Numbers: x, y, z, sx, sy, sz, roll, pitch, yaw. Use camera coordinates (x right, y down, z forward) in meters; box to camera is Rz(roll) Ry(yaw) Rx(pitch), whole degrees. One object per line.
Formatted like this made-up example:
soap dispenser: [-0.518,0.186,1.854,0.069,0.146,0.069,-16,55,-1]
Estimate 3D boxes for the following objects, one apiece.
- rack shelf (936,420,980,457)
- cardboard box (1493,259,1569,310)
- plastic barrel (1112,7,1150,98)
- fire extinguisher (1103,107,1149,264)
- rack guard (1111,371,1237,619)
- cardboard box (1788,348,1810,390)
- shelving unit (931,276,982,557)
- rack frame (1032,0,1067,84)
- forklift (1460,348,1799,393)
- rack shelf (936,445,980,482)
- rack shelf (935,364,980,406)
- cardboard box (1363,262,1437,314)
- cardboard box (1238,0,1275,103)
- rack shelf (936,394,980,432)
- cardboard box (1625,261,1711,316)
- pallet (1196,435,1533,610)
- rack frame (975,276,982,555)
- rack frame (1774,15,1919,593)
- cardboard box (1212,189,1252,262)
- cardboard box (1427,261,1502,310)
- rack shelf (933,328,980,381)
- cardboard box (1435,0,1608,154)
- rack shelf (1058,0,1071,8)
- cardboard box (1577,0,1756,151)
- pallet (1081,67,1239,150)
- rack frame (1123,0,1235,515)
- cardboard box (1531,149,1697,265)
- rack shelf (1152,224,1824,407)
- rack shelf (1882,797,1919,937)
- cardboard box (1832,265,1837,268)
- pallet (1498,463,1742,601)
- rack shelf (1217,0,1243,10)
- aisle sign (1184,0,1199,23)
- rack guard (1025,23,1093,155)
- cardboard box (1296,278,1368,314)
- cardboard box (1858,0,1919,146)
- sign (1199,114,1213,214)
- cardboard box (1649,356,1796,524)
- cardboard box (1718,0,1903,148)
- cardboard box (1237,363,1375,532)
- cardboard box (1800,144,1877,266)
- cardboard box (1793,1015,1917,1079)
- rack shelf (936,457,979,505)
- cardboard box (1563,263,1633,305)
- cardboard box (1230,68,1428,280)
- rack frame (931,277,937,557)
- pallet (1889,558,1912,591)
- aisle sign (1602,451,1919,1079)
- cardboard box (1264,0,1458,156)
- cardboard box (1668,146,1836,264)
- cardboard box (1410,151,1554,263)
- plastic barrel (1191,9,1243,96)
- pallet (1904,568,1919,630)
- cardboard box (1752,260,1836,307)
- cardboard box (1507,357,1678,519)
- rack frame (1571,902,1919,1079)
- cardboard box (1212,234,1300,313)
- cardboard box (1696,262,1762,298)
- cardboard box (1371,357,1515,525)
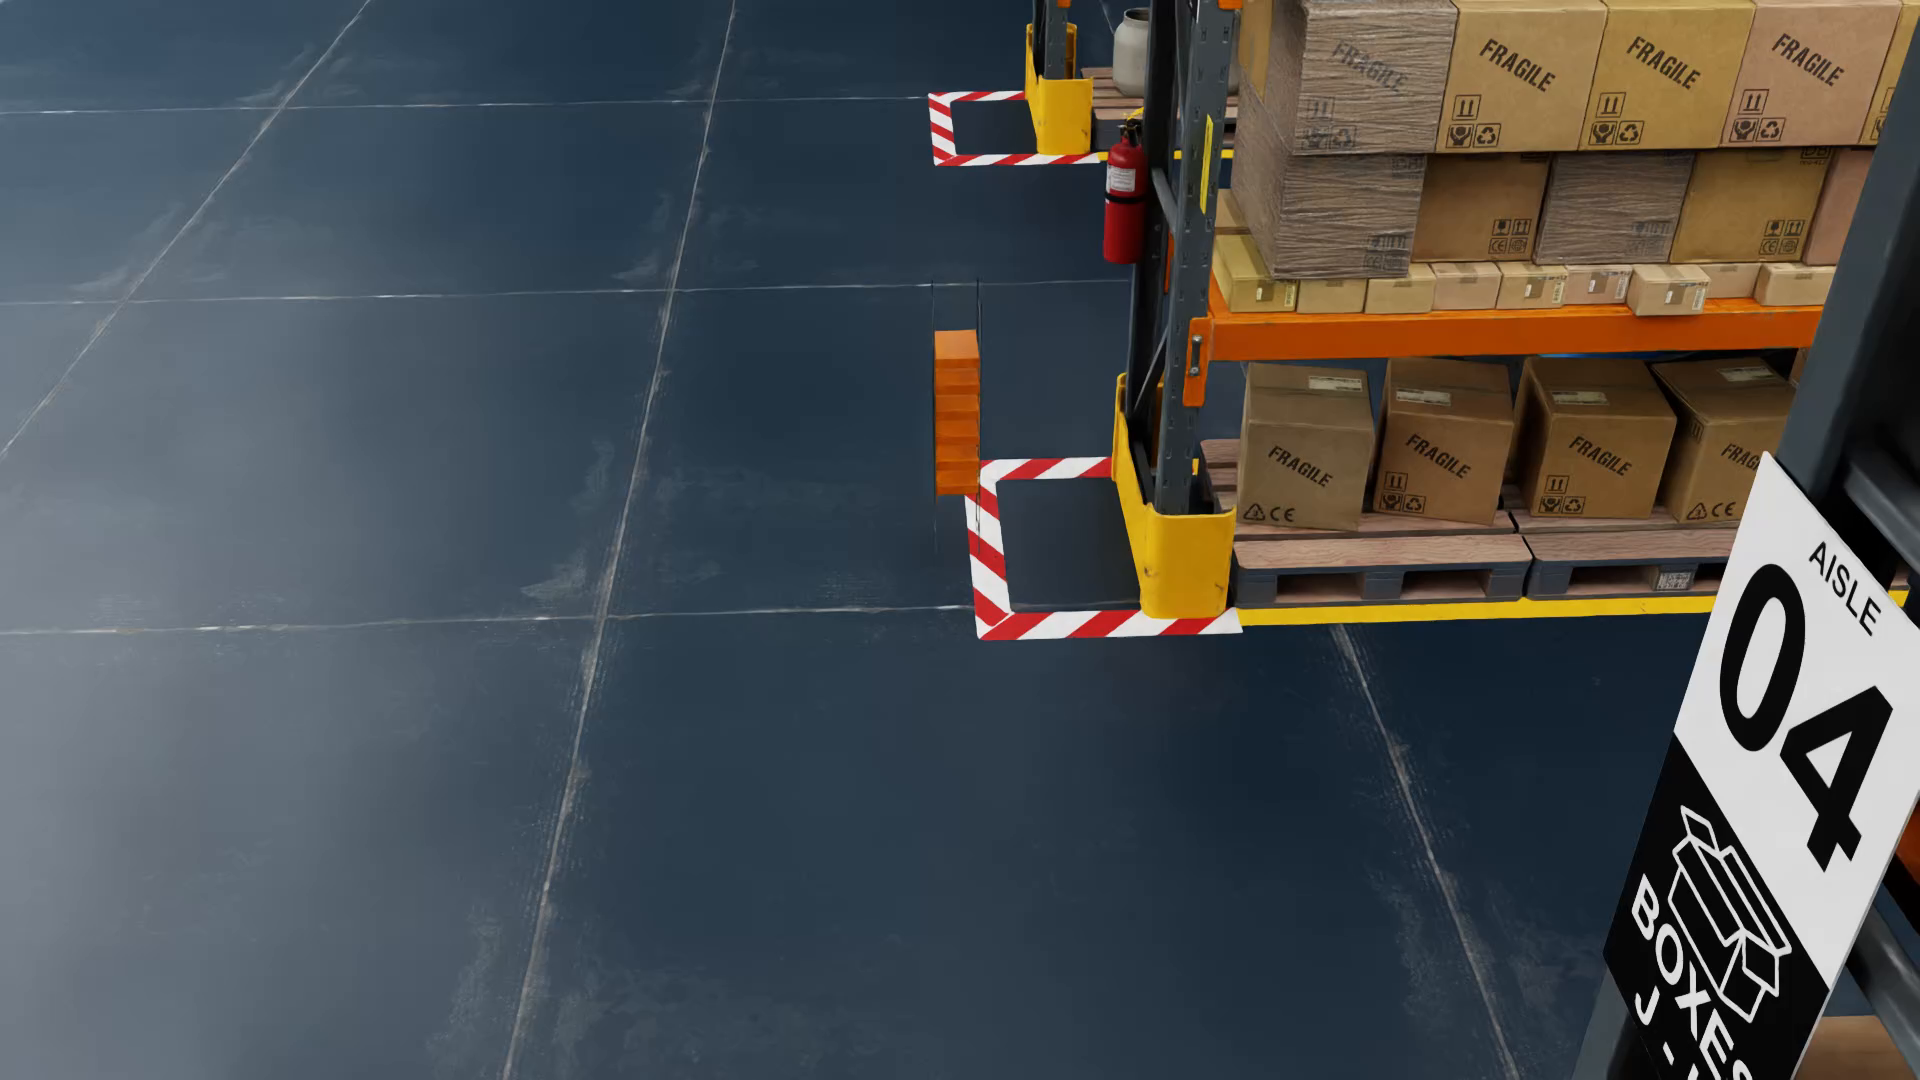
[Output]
rack shelf: [-0.015,-0.456,6.933,0.180,0.103,0.258,-2,35,-2]
cardboard box: [2.116,-1.028,6.320,0.250,0.149,0.380,-2,35,-2]
plastic barrel: [1.239,-3.270,11.156,0.421,0.512,0.421,0,35,0]
fire extinguisher: [0.684,-1.471,6.807,0.183,0.674,0.296,-2,35,-2]
rack guard: [0.896,-0.218,7.125,0.348,0.500,1.175,-2,35,-2]
cardboard box: [3.842,-0.488,7.147,0.500,0.500,0.500,9,36,13]
shelving unit: [-0.015,-0.493,6.908,0.189,1.200,0.258,-2,35,-2]
rack frame: [0.586,-4.059,10.479,0.127,3.000,1.000,-2,35,-2]
forklift: [4.011,-2.345,8.063,3.031,2.935,1.130,-16,38,-22]
rack shelf: [-0.015,-0.358,7.002,0.180,0.103,0.258,-2,35,-2]
rack shelf: [-0.015,-0.654,6.797,0.180,0.103,0.258,-2,35,-2]
cardboard box: [1.617,-1.007,6.289,0.250,0.149,0.380,-2,35,-2]
cardboard box: [1.358,-1.973,6.238,0.500,0.500,0.500,-2,35,-2]
rack shelf: [-0.015,-0.555,6.865,0.180,0.103,0.258,-2,35,-2]
cardboard box: [2.619,-0.998,6.277,0.250,0.149,0.380,-2,35,-2]
pallet: [1.709,-0.101,7.210,1.213,0.211,1.003,-2,35,-2]
rack frame: [0.077,-0.496,6.911,0.006,1.200,0.240,-2,35,-2]
rack frame: [0.954,-0.888,0.626,0.127,3.000,1.000,-2,35,-2]
cardboard box: [1.095,-1.265,6.663,0.250,0.149,0.380,-2,35,-2]
cardboard box: [1.866,-1.025,6.316,0.250,0.149,0.380,-2,35,-2]
rack shelf: [-0.015,-0.752,6.728,0.180,0.103,0.258,-2,35,-2]
cardboard box: [1.882,-1.688,5.825,0.500,0.500,0.500,-2,35,-2]
rack shelf: [2.583,-3.817,10.762,4.000,0.370,1.077,-2,35,-2]
cardboard box: [2.382,-1.702,5.845,0.500,0.500,0.500,-2,35,-2]
pallet: [1.471,-2.960,11.342,1.213,0.211,1.003,-2,35,-2]
rack frame: [0.820,-1.244,6.411,0.127,3.000,1.000,-2,35,-2]
cardboard box: [2.366,-1.477,6.399,0.500,0.500,0.875,-2,35,-2]
rack shelf: [2.818,-1.002,6.694,4.000,0.370,1.077,-2,35,-2]
rack shelf: [2.952,0.587,1.762,4.000,0.370,1.077,-2,35,-2]
cardboard box: [3.364,-1.070,6.381,0.250,0.149,0.380,-2,35,-2]
pallet: [2.925,-0.132,7.255,1.213,0.211,1.003,-2,35,-2]
rack shelf: [2.818,-2.235,5.840,4.000,0.370,1.077,-2,35,-2]
aisle sign: [0.772,-2.140,5.422,0.004,0.787,0.394,-2,35,-2]
rack guard: [0.659,-3.060,11.232,0.348,0.500,1.175,-2,35,-2]
cardboard box: [1.367,-1.008,6.292,0.250,0.149,0.380,-2,35,-2]
cardboard box: [3.380,-1.730,5.886,0.500,0.500,0.500,-2,35,-2]
sign: [0.846,-1.291,5.719,0.005,0.325,0.100,-2,35,-2]
cardboard box: [3.226,-0.427,7.059,0.500,0.500,0.500,-4,35,-6]
cardboard box: [2.881,-1.719,5.870,0.500,0.500,0.500,-2,35,-2]
cardboard box: [1.445,-0.396,7.013,0.500,0.500,0.500,5,35,7]
cardboard box: [3.367,-1.474,6.394,0.500,0.500,0.875,-2,35,-2]
cardboard box: [1.326,1.085,1.966,0.550,0.550,0.875,-2,35,-2]
rack shelf: [-0.015,-0.259,7.070,0.180,0.103,0.258,-2,35,-2]
cardboard box: [2.364,-1.050,6.352,0.250,0.149,0.380,-2,35,-2]
cardboard box: [1.371,-1.406,6.297,0.500,0.500,0.875,-2,35,-2]
rack frame: [-0.106,-0.491,6.904,0.006,1.200,0.240,-2,35,-2]
pallet: [4.146,-0.167,7.305,1.213,0.211,1.003,-2,35,-2]
aisle sign: [0.869,0.341,1.837,0.004,0.787,0.394,-2,35,-2]
cardboard box: [1.382,-1.678,5.811,0.500,0.500,0.500,-2,35,-2]
cardboard box: [2.866,-1.484,6.409,0.500,0.500,0.875,-2,35,-2]
cardboard box: [1.865,-1.488,6.415,0.500,0.500,0.875,-2,35,-2]
plastic barrel: [1.740,-3.283,11.176,0.421,0.512,0.421,0,35,0]
pallet: [1.694,0.356,1.542,1.213,0.211,1.003,-2,35,-2]
cardboard box: [3.116,-1.043,6.342,0.250,0.149,0.380,-2,35,-2]
cardboard box: [2.666,-0.437,7.074,0.500,0.500,0.500,2,35,2]
rack frame: [0.954,1.579,2.333,0.127,3.000,1.000,-2,35,-2]
cardboard box: [1.116,-1.012,6.298,0.250,0.149,0.380,-2,35,-2]
cardboard box: [2.862,-1.080,6.395,0.250,0.149,0.380,-2,35,-2]
cardboard box: [2.040,-0.431,7.065,0.500,0.500,0.500,7,35,10]
